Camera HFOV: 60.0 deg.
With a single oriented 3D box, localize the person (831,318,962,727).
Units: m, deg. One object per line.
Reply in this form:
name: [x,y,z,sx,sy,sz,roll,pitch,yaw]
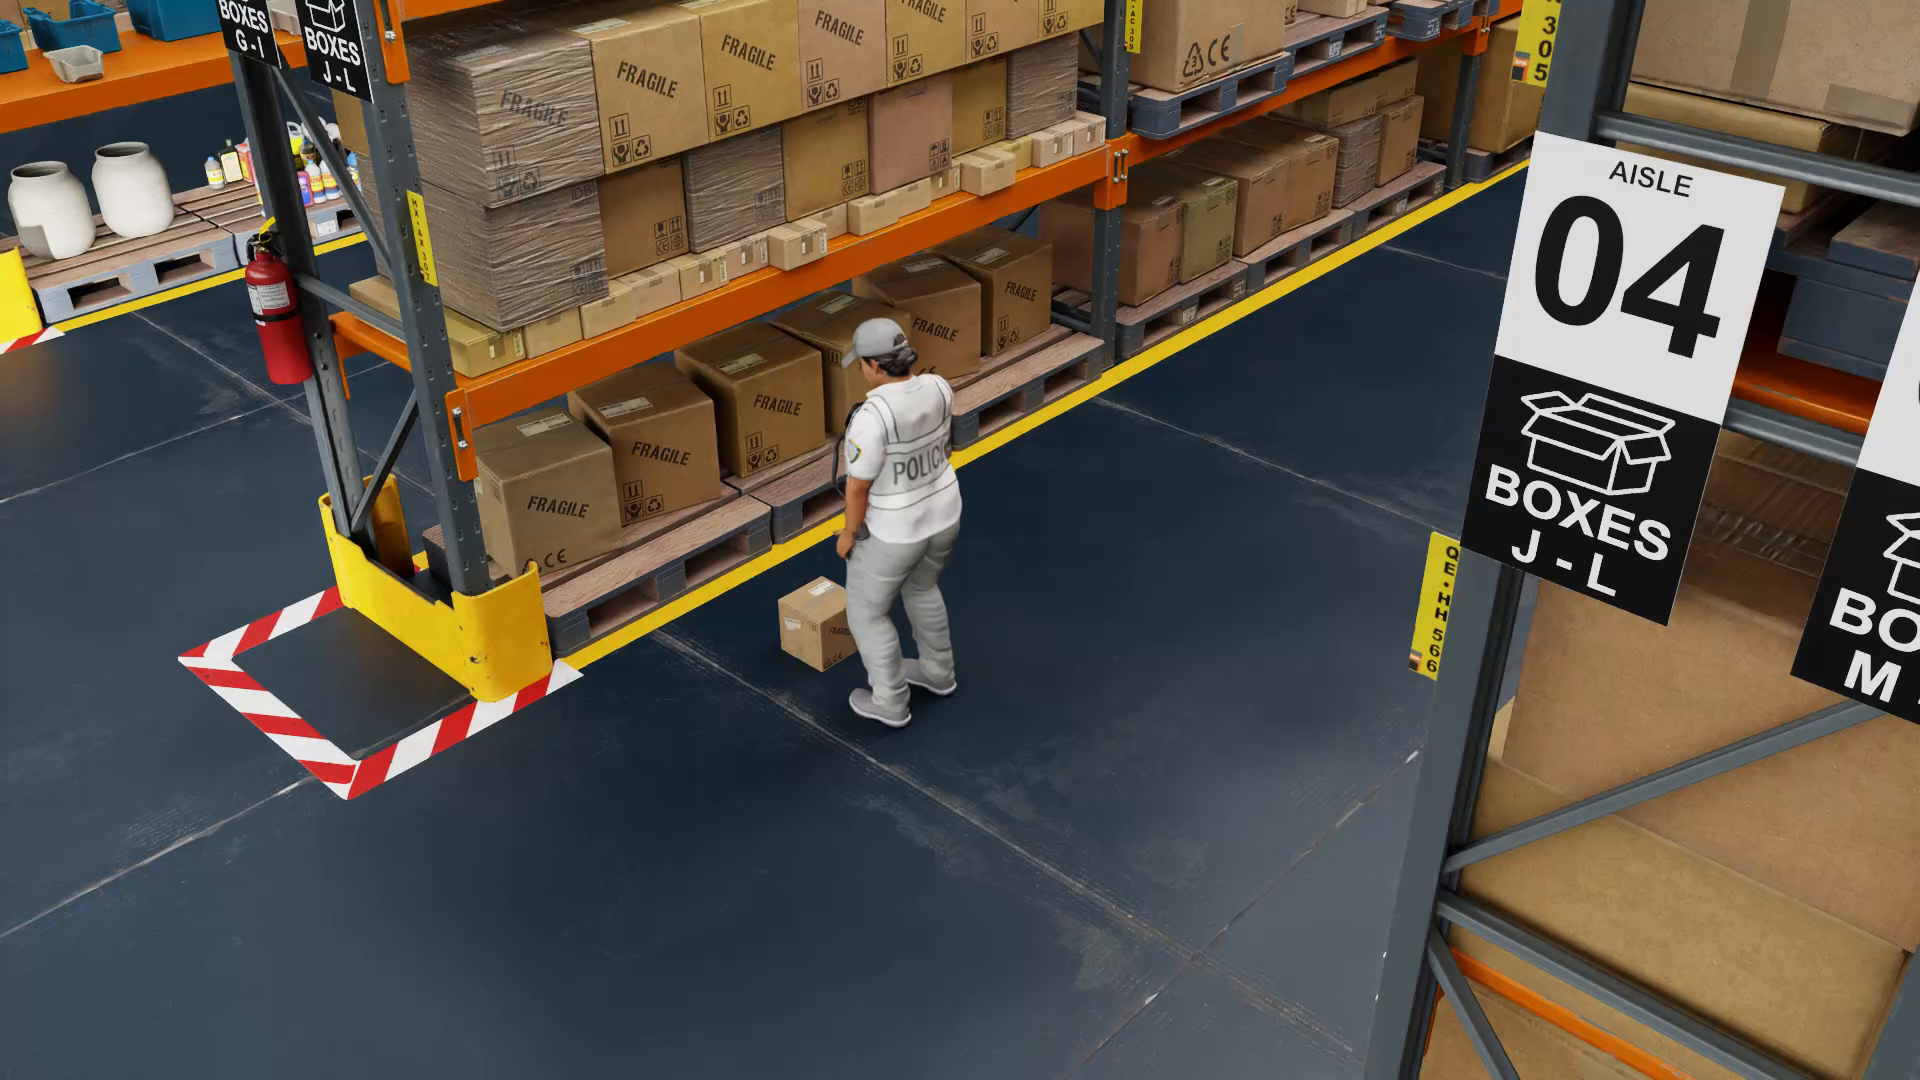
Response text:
person: [-0.242,-0.052,6.247,0.419,1.646,0.480,26,40,36]
